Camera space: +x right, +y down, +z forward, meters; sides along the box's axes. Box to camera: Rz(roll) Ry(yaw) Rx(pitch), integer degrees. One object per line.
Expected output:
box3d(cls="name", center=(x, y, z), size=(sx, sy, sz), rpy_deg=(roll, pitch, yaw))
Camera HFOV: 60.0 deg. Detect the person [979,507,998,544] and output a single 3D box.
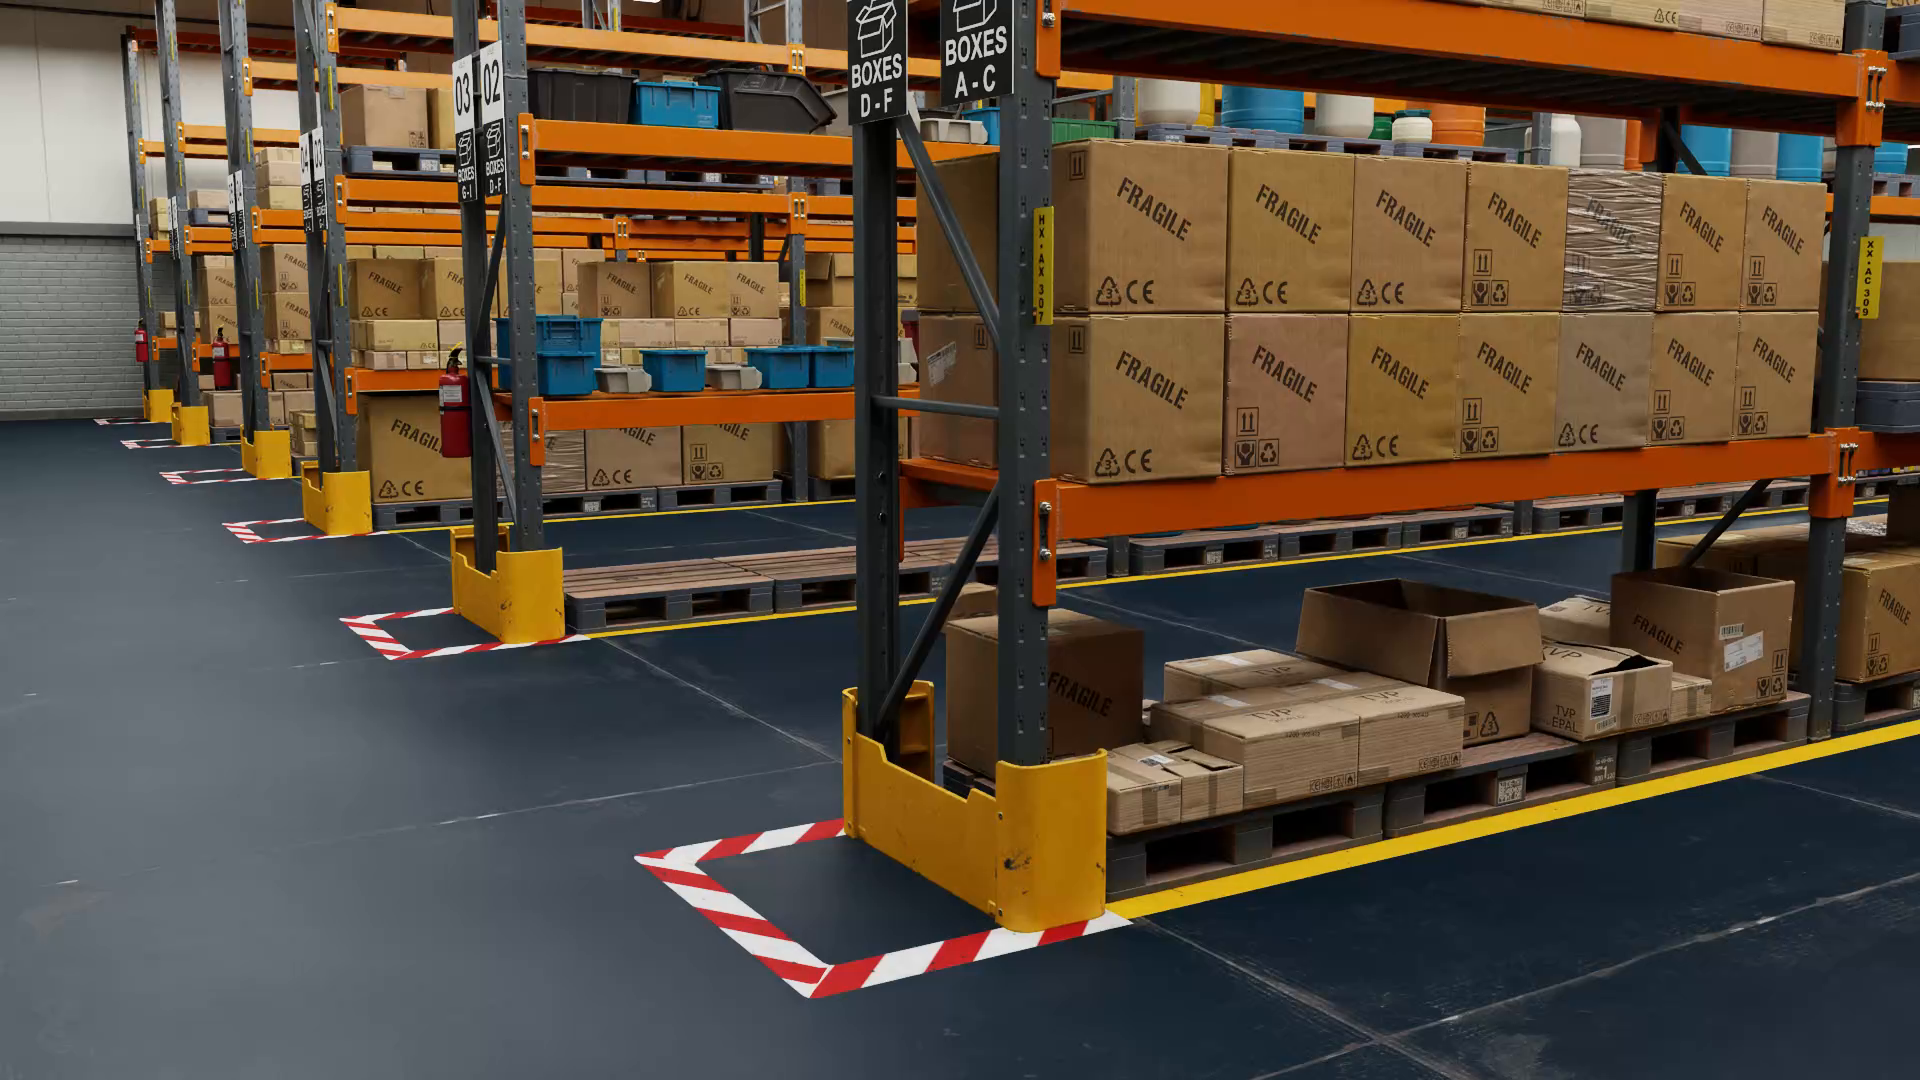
box3d(cls="person", center=(0.268, -0.300, 8.674), size=(0.376, 1.771, 0.629), rpy_deg=(-1, 8, -9))
